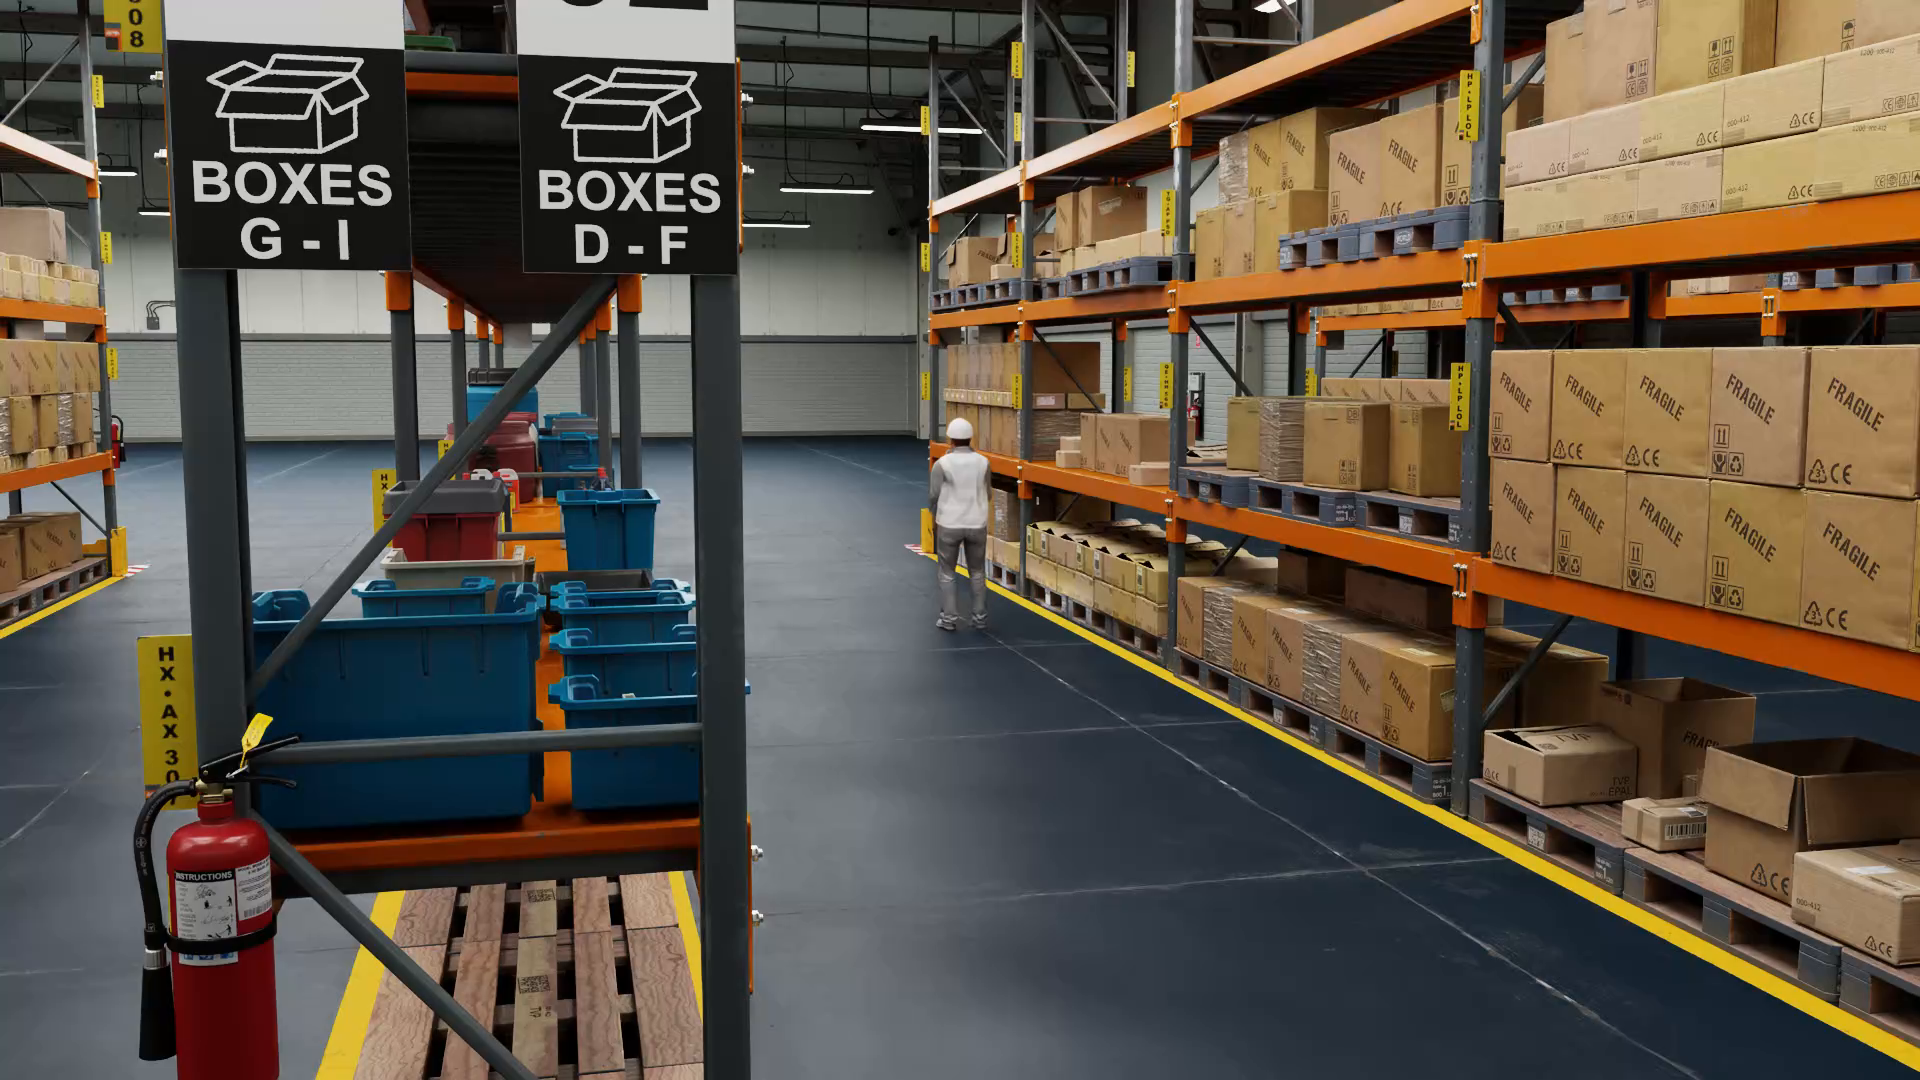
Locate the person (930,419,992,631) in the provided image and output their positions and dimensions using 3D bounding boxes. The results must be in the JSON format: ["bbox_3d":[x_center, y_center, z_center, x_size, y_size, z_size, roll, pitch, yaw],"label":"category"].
[{"bbox_3d":[0.003,-0.135,14.053,0.546,1.779,0.470,-2,6,-15],"label":"person"}]
